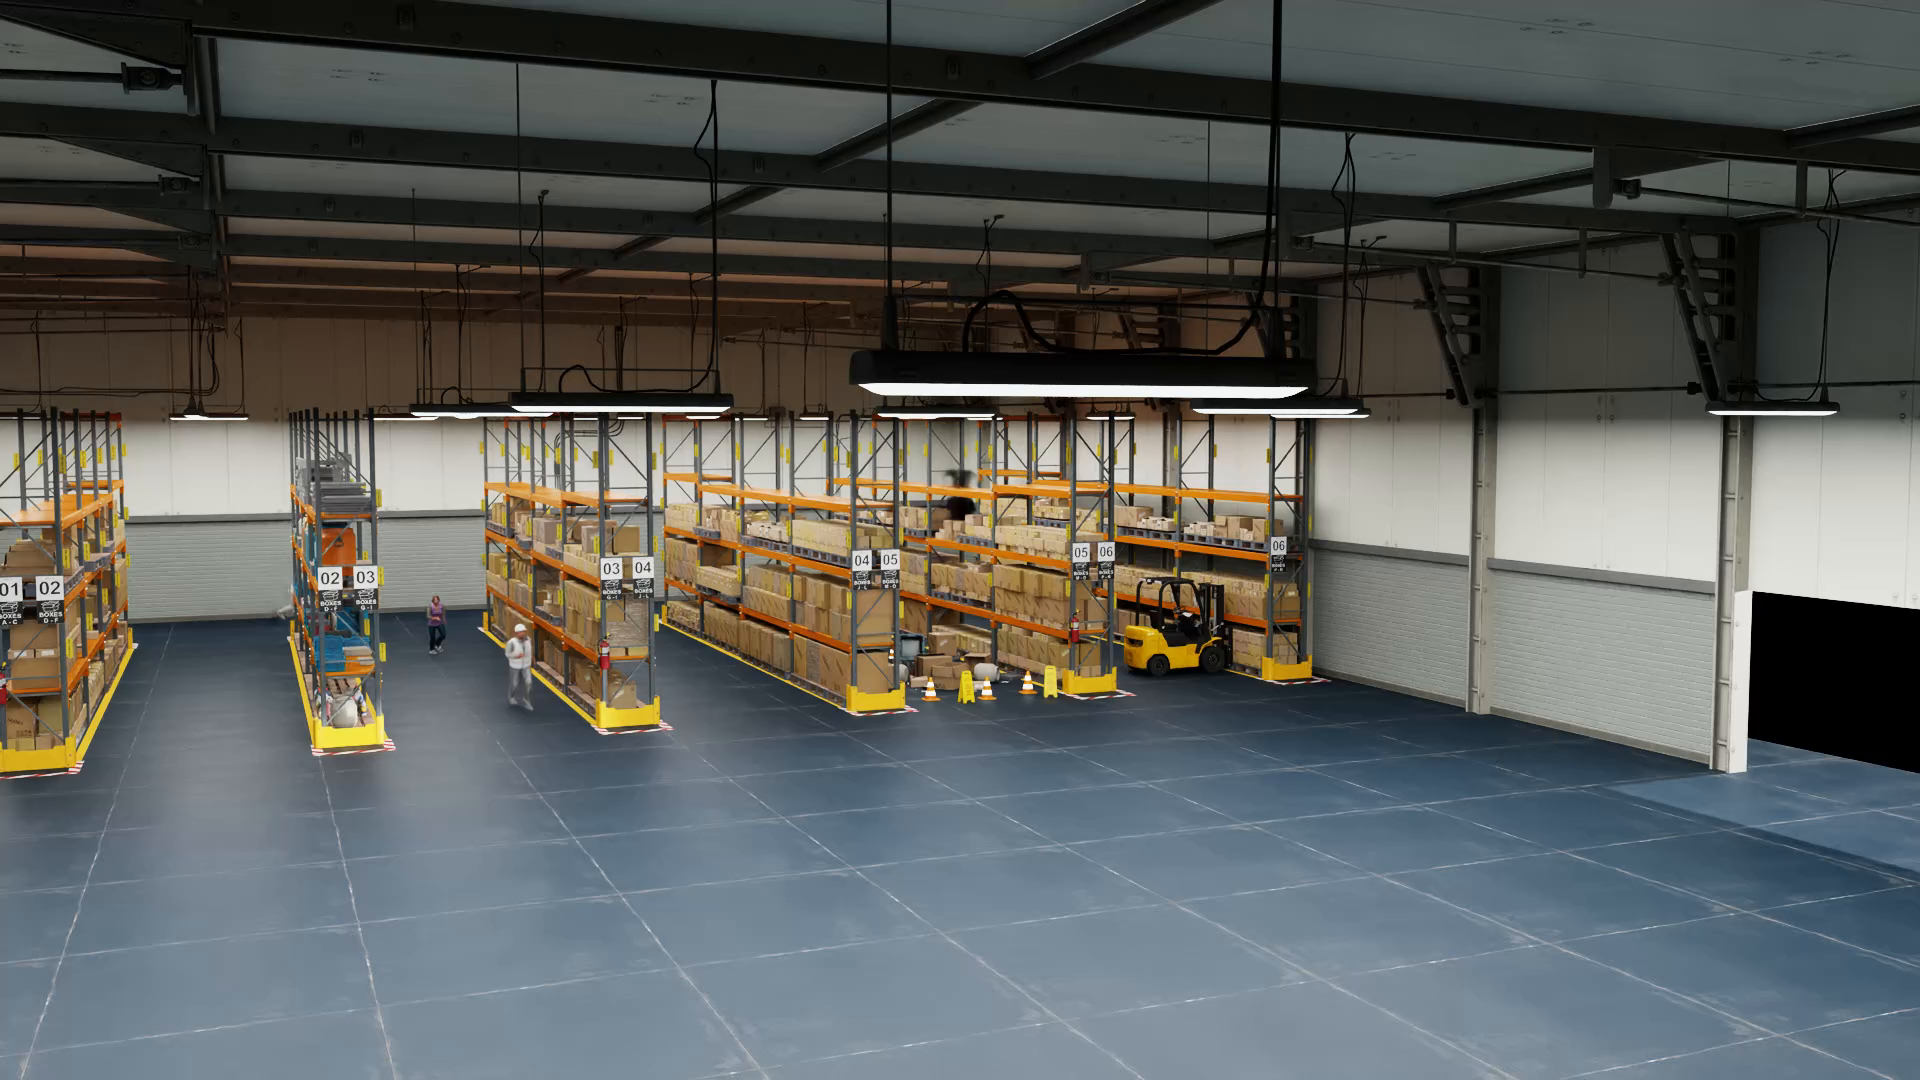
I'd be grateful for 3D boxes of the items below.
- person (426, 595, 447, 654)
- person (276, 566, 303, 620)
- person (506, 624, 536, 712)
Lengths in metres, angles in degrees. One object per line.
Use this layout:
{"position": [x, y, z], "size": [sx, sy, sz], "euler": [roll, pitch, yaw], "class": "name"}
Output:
{"position": [-12.952, 2.096, 41.139], "size": [0.542, 1.494, 0.793], "euler": [-3, 5, -36], "class": "person"}
{"position": [-18.925, 1.553, 47.407], "size": [1.092, 1.774, 0.668], "euler": [-1, 4, -9], "class": "person"}
{"position": [-8.801, 2.524, 33.256], "size": [0.651, 1.747, 0.975], "euler": [-2, 5, -30], "class": "person"}
